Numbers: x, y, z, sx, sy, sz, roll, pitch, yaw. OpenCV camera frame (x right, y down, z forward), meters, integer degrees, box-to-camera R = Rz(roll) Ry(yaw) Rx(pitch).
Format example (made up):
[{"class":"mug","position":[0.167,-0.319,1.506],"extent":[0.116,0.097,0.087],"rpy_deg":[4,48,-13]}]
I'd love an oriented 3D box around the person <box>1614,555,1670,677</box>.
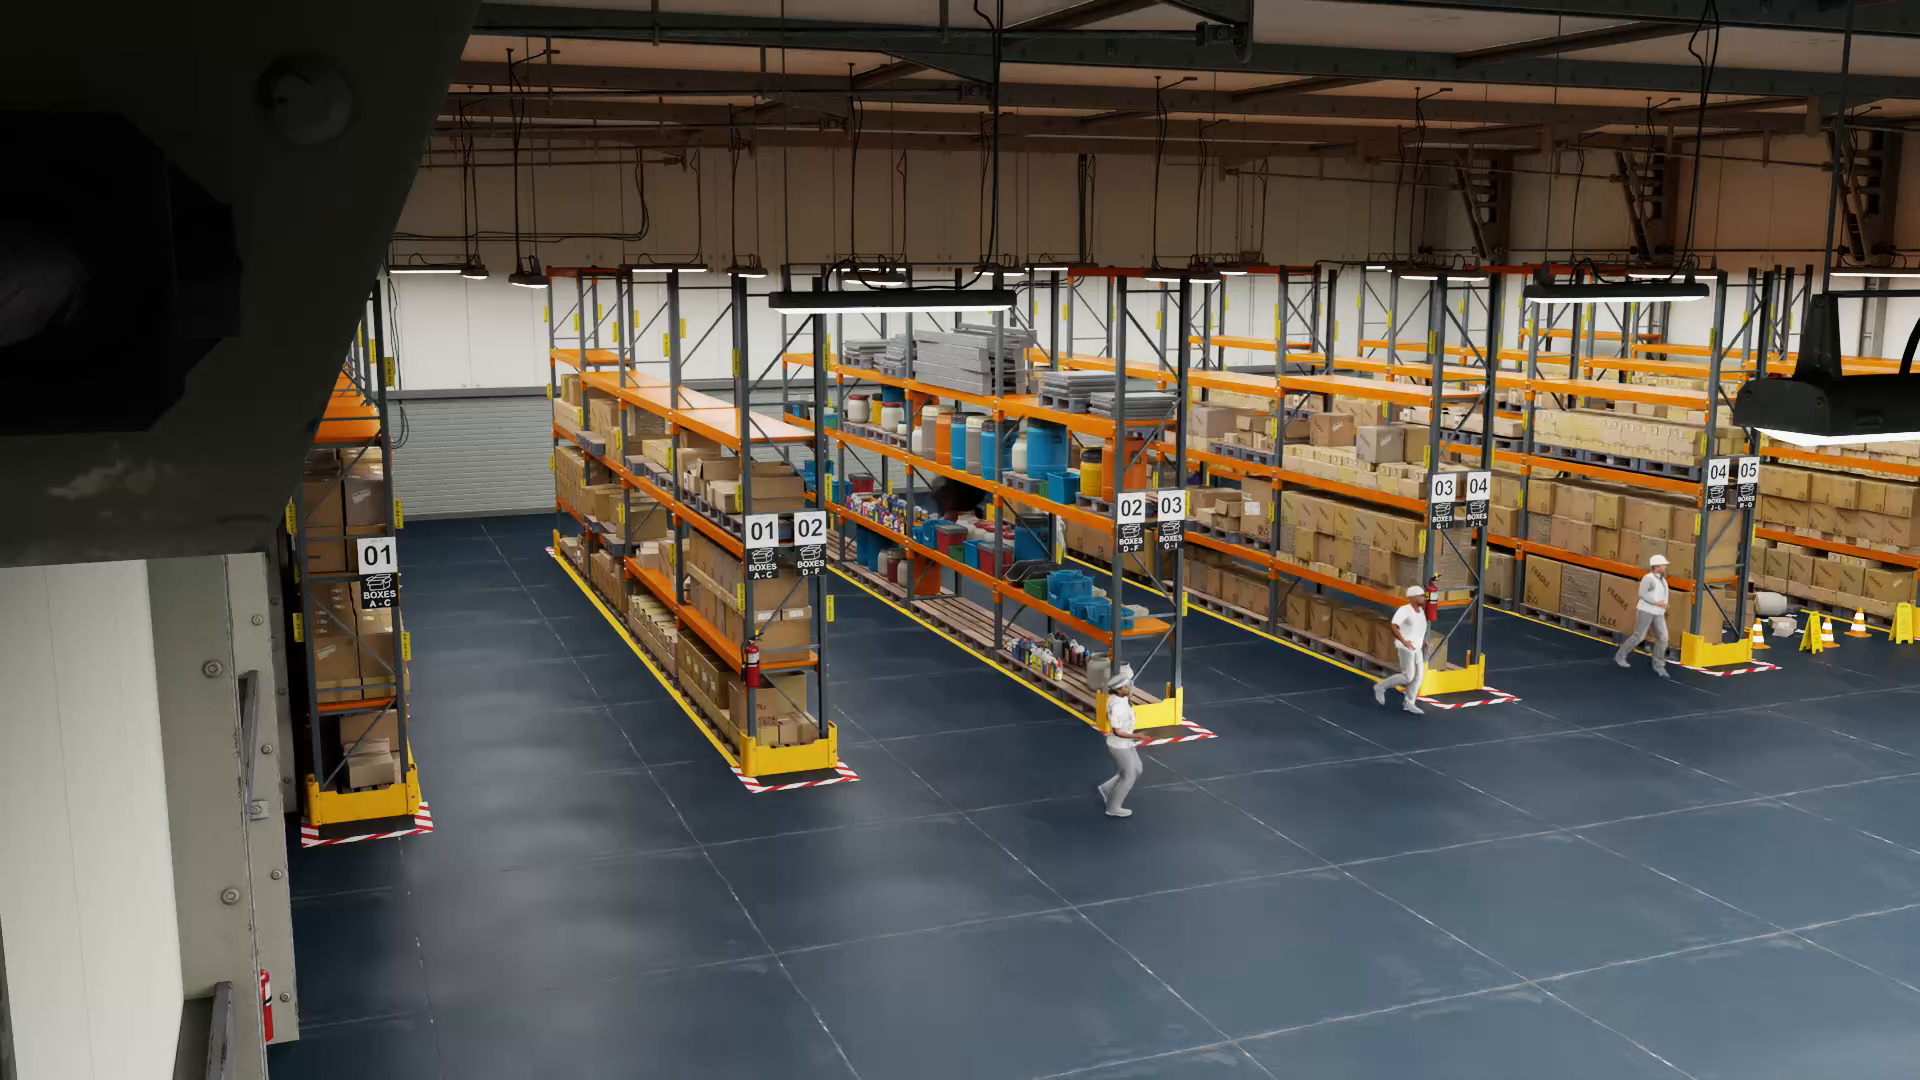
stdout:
[{"class":"person","position":[10.462,1.126,25.149],"extent":[0.720,1.825,0.805],"rpy_deg":[-7,12,-36]}]

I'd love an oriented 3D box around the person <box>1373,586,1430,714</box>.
[{"class":"person","position":[6.245,1.493,23.161],"extent":[0.724,1.714,0.750],"rpy_deg":[9,13,41]}]

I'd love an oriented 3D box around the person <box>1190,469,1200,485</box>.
[{"class":"person","position":[6.096,-1.677,41.748],"extent":[0.587,1.599,0.615],"rpy_deg":[-4,11,-24]}]

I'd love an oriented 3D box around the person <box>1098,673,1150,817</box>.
[{"class":"person","position":[1.863,2.296,18.698],"extent":[0.531,1.654,0.570],"rpy_deg":[1,10,6]}]

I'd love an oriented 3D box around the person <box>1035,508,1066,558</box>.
[{"class":"person","position":[1.727,-0.138,30.812],"extent":[0.669,1.782,0.582],"rpy_deg":[-6,11,-29]}]
